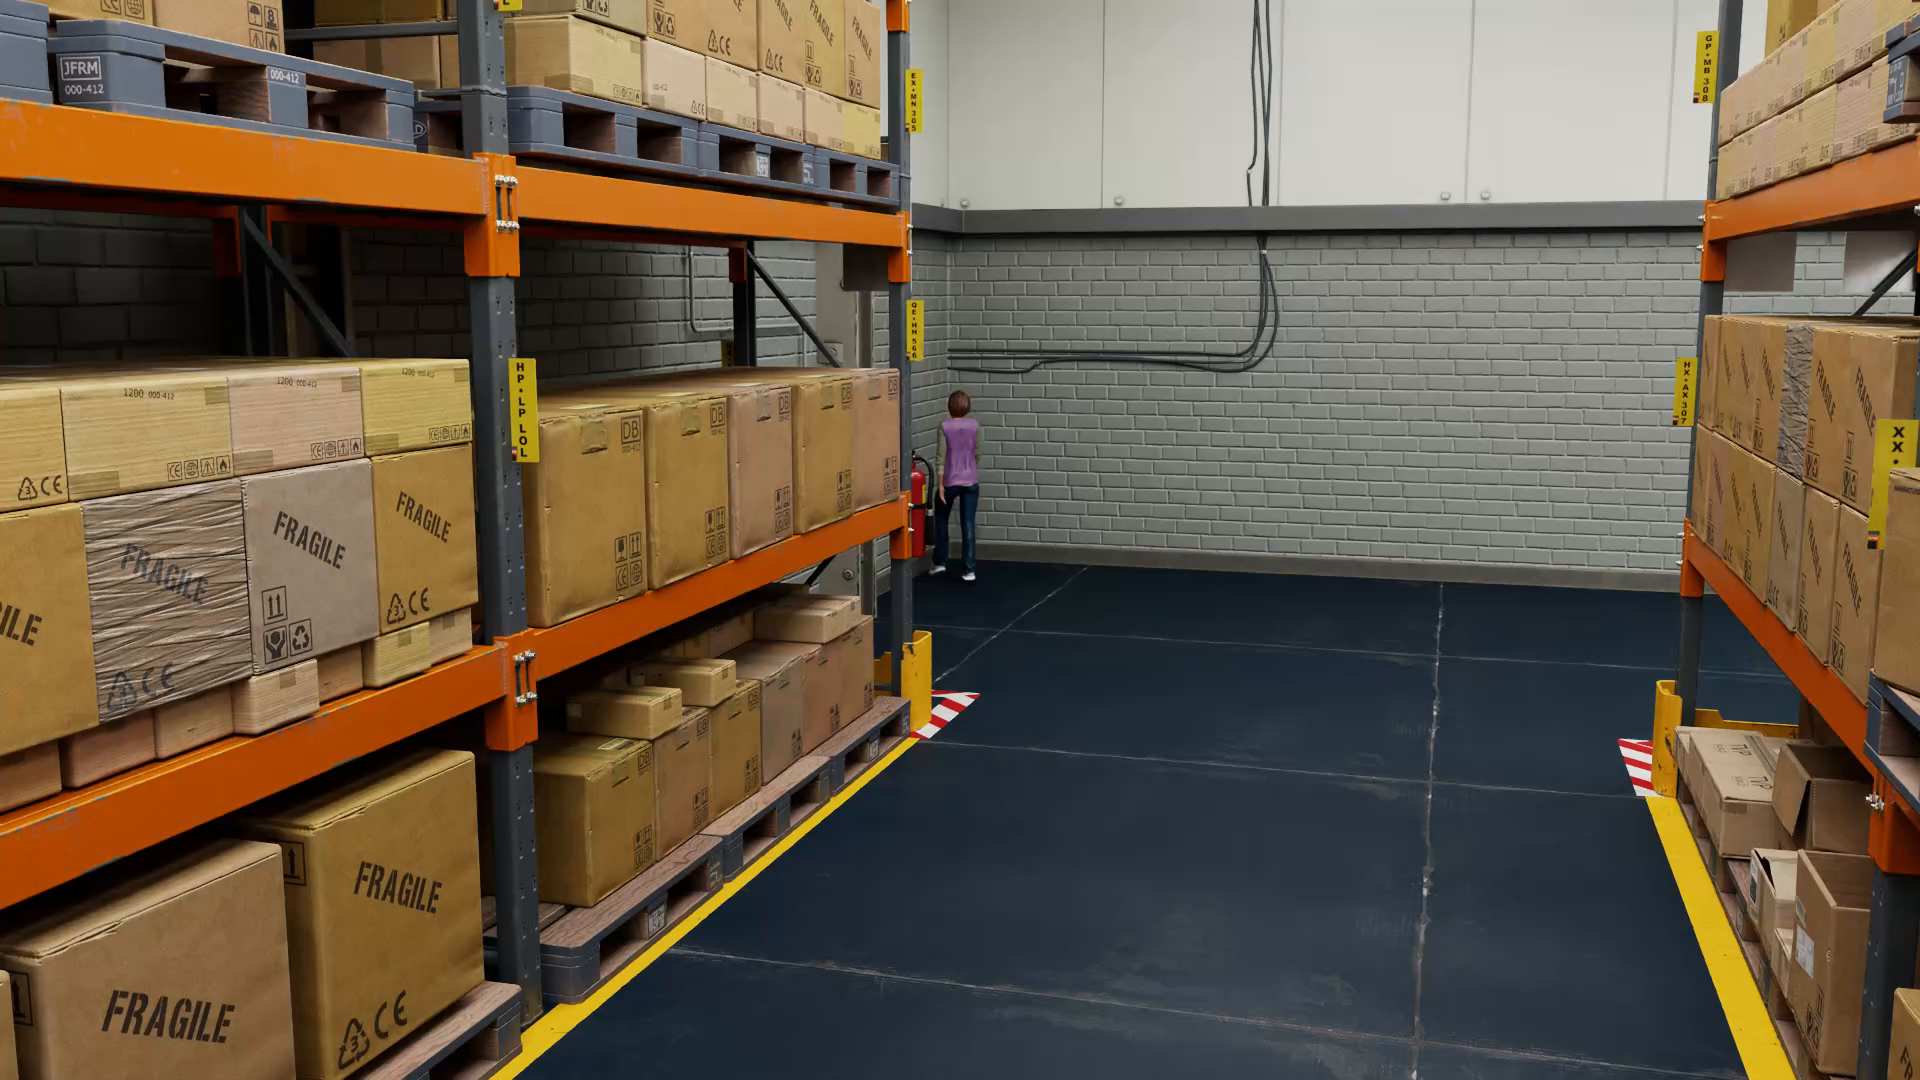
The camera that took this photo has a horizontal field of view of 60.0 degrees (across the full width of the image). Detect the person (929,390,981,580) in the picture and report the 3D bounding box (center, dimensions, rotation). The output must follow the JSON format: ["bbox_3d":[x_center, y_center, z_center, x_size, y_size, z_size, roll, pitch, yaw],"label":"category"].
[{"bbox_3d":[-0.038,-0.463,13.905,0.419,1.592,0.730,-2,9,-12],"label":"person"}]
